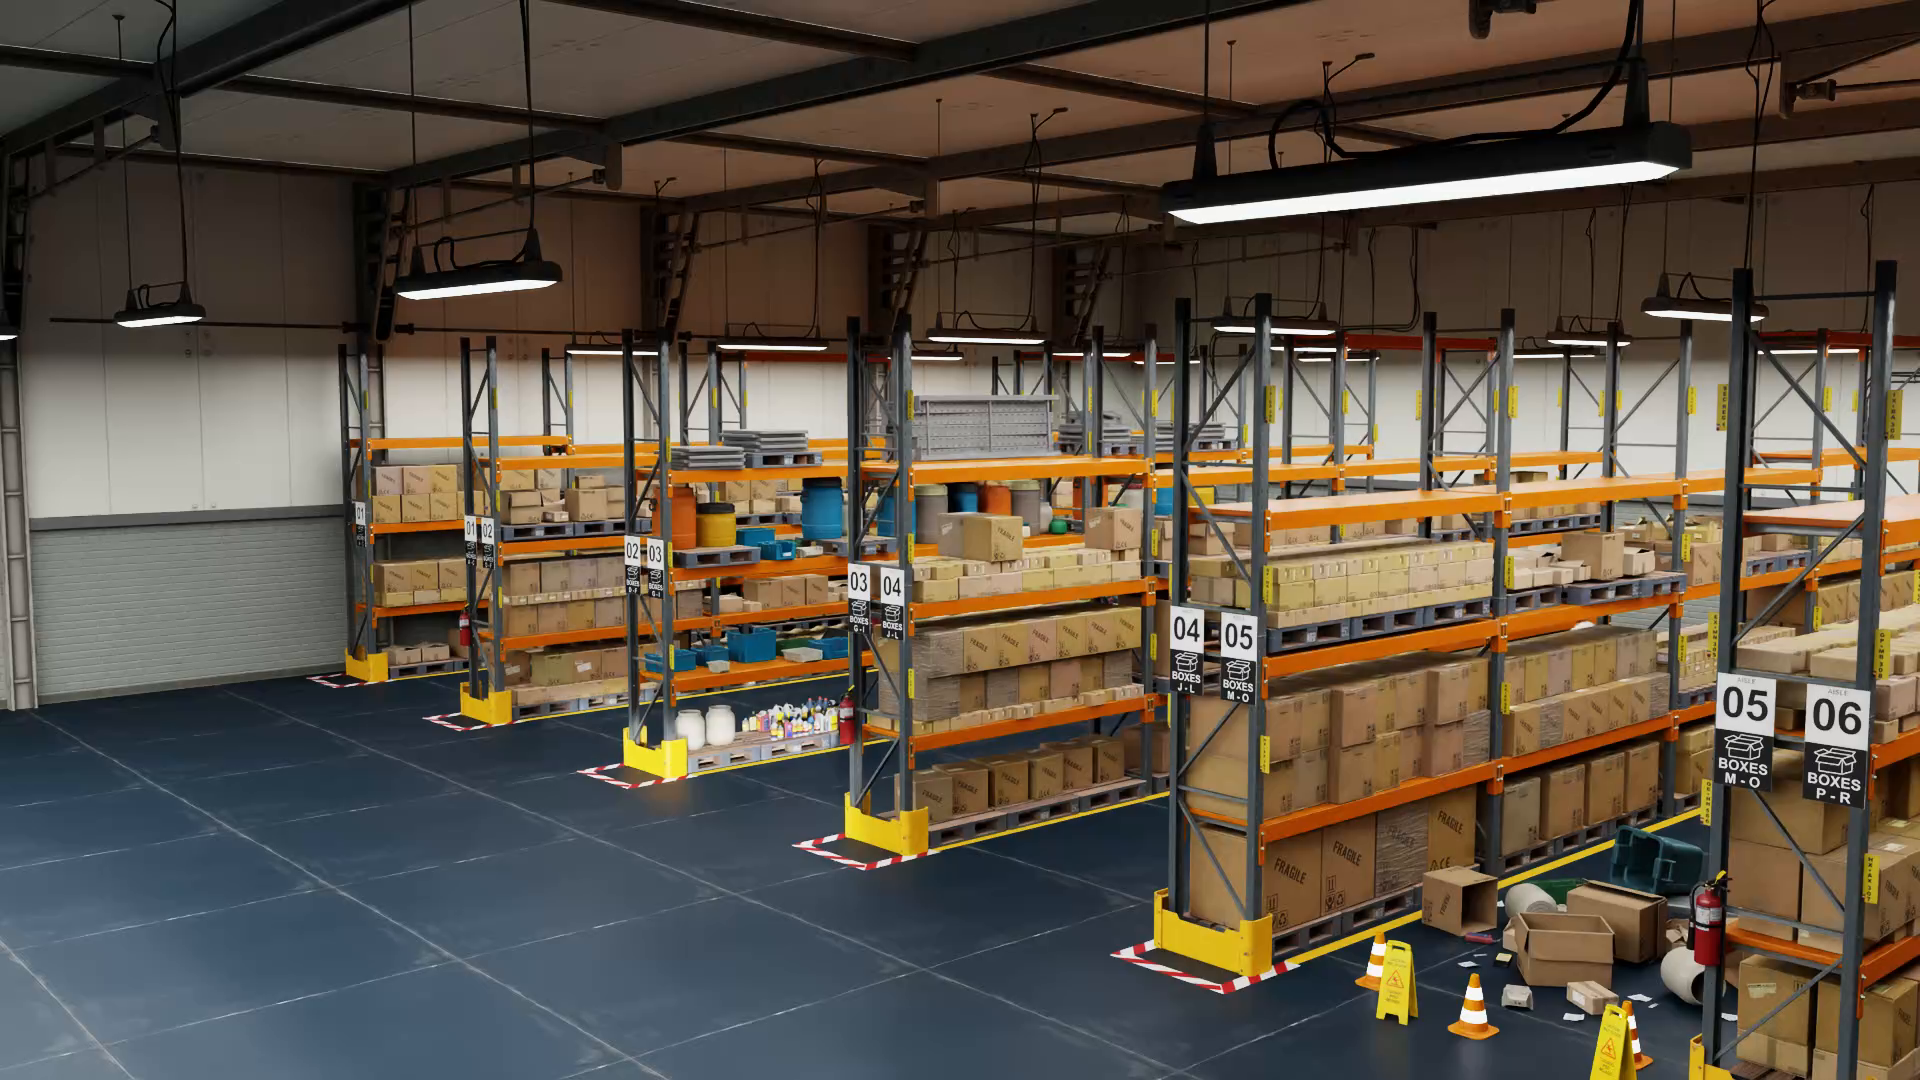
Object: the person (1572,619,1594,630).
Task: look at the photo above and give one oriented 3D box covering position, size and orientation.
[{"bbox_3d":[9.831,1.911,26.417,0.582,1.773,0.408,-4,7,-40],"label":"person"}]
